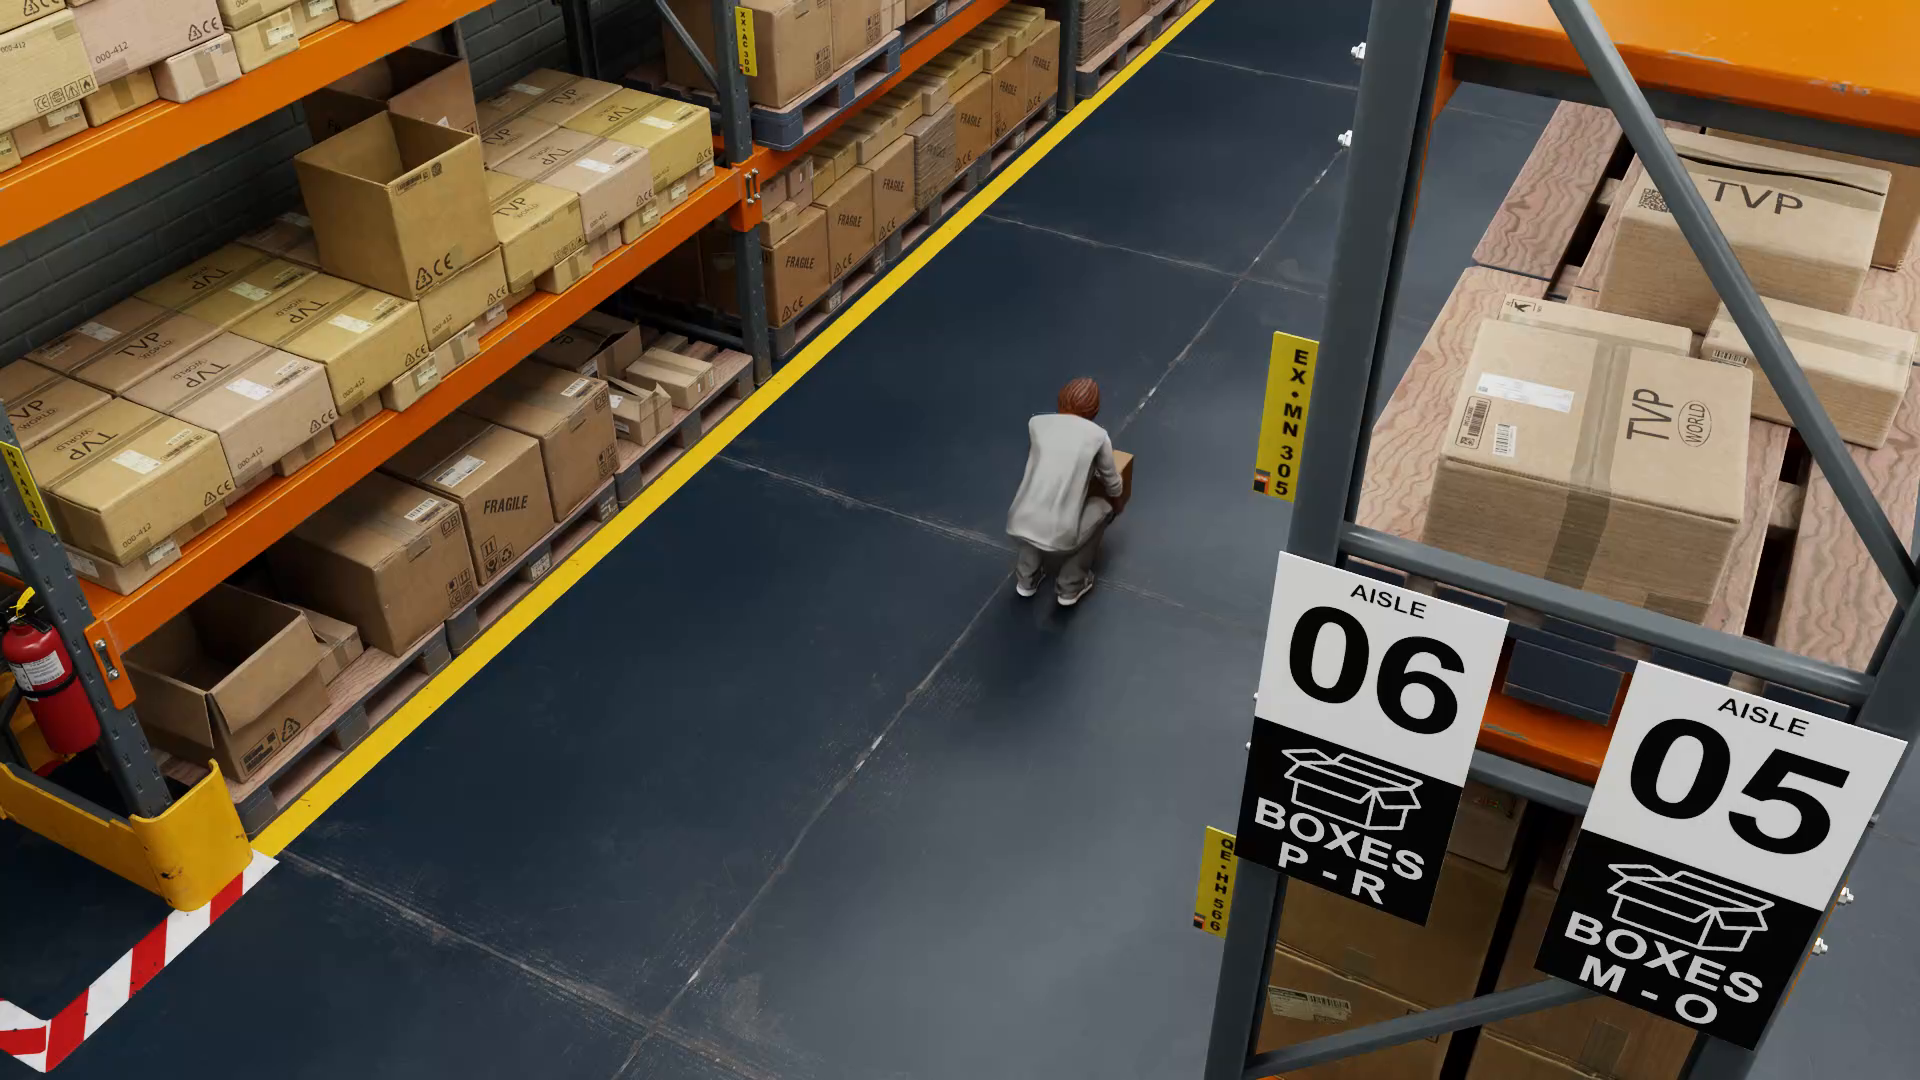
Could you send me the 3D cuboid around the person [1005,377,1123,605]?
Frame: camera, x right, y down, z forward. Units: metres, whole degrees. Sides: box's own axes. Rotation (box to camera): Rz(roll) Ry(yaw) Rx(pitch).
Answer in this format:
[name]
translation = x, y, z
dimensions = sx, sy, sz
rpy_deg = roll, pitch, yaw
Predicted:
[person]
translation = 0.458, -0.150, 7.566
dimensions = 0.442, 0.827, 0.792
rpy_deg = 18, 42, 21
